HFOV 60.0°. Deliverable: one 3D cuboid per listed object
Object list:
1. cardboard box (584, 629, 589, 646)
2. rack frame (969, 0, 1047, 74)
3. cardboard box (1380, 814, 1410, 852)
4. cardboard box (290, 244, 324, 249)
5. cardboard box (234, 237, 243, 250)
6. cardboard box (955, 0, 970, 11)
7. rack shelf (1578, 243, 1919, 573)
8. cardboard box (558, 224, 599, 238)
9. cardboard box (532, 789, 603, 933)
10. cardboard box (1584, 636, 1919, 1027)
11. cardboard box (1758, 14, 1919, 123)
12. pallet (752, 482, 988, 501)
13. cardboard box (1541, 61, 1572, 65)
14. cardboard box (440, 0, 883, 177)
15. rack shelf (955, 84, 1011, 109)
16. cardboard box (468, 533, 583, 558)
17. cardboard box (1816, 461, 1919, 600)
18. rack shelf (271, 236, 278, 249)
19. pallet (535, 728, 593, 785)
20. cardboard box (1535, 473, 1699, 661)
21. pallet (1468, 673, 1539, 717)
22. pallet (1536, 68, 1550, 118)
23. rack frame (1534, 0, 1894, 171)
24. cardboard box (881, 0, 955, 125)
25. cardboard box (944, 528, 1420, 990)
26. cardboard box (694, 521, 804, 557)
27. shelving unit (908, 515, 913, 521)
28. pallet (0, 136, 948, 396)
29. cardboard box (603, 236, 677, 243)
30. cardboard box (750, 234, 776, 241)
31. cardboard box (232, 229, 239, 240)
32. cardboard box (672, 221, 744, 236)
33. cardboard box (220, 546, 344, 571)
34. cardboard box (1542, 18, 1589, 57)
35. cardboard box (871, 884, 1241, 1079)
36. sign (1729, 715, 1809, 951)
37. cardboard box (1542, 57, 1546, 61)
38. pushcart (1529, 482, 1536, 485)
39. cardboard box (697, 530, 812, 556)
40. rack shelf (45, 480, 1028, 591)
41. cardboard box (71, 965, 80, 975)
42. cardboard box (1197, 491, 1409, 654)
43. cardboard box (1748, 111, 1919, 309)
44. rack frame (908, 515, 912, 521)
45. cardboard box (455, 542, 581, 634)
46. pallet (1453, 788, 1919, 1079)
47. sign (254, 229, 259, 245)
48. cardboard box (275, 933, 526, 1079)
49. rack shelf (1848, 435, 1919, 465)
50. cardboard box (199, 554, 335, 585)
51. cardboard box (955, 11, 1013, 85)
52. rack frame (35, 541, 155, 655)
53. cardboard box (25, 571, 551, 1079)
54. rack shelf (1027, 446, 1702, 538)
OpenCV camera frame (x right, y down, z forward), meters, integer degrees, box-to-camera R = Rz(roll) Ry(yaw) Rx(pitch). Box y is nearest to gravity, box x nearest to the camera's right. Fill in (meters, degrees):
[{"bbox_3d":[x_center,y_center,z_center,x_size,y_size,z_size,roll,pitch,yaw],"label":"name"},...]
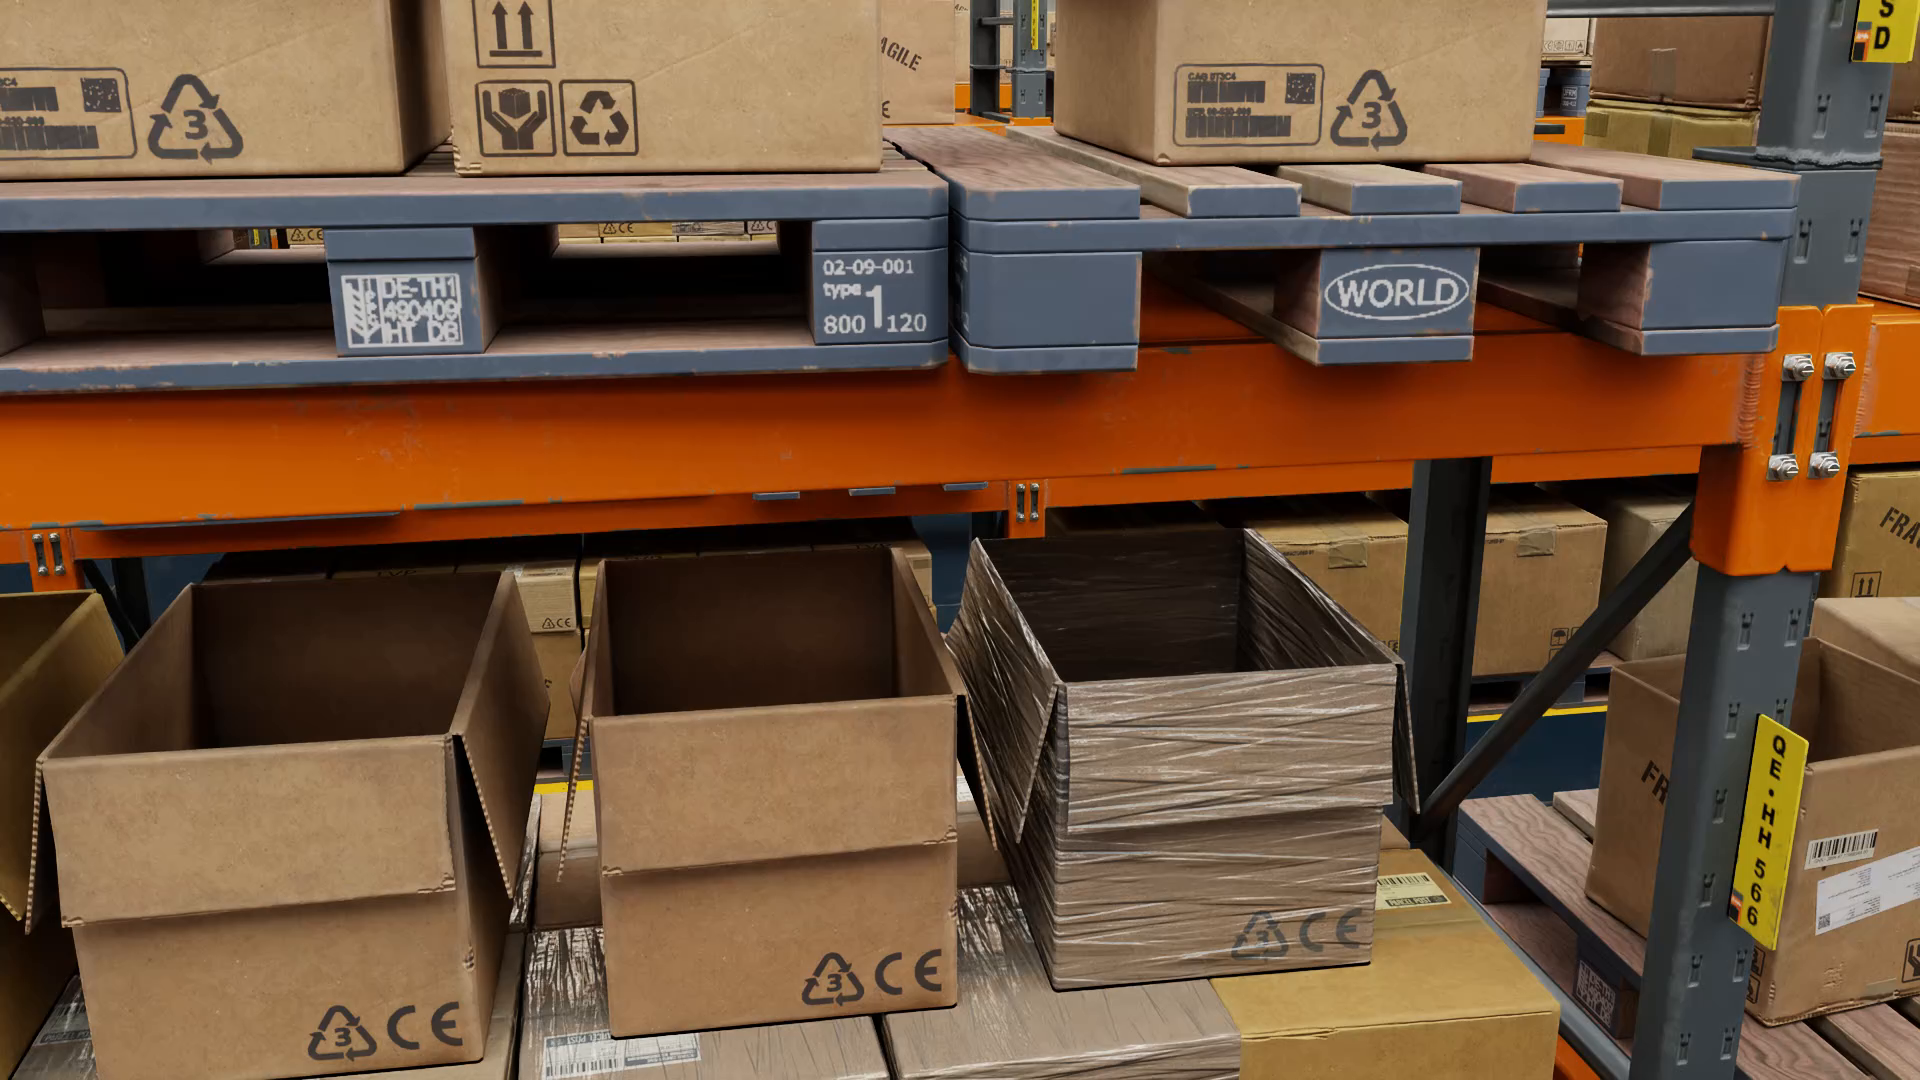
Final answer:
[{"bbox_3d":[-1.422,0.544,7.474,0.500,0.500,0.500,-4,18,-13],"label":"cardboard box"},{"bbox_3d":[0.201,-3.492,6.854,0.127,3.000,1.000,-3,17,-10],"label":"rack frame"},{"bbox_3d":[0.514,0.712,3.214,0.500,0.500,0.500,-3,17,-9],"label":"cardboard box"},{"bbox_3d":[-4.279,-1.933,11.401,0.500,0.250,0.500,-4,17,-12],"label":"cardboard box"},{"bbox_3d":[-5.172,-1.771,11.299,0.500,0.500,0.500,-3,17,-10],"label":"cardboard box"},{"bbox_3d":[-0.026,-5.233,16.576,0.500,0.500,0.500,-3,17,-9],"label":"cardboard box"},{"bbox_3d":[3.006,-0.390,3.089,4.000,0.370,1.077,-3,17,-10],"label":"rack shelf"},{"bbox_3d":[-2.785,-2.384,11.592,0.500,0.500,0.500,-4,17,-11],"label":"cardboard box"},{"bbox_3d":[-0.495,0.771,3.022,0.500,0.500,0.500,-4,17,-11],"label":"cardboard box"},{"bbox_3d":[1.565,0.521,3.121,0.500,0.500,0.500,-5,18,-17],"label":"cardboard box"},{"bbox_3d":[1.553,-0.861,2.377,0.500,0.500,0.500,-3,17,-10],"label":"cardboard box"},{"bbox_3d":[-0.479,-0.462,7.534,1.003,0.211,1.213,-3,17,-10],"label":"pallet"},{"bbox_3d":[4.450,-3.587,12.701,0.250,0.149,0.380,-4,17,-12],"label":"cardboard box"},{"bbox_3d":[-0.373,-0.743,2.127,0.500,0.500,0.500,-2,17,-7],"label":"cardboard box"},{"bbox_3d":[1.126,-3.247,12.391,4.000,0.370,1.077,-3,17,-10],"label":"rack shelf"},{"bbox_3d":[-2.020,0.062,7.767,0.500,0.250,0.500,-4,18,-13],"label":"cardboard box"},{"bbox_3d":[4.759,-0.047,8.759,0.875,0.875,0.875,-3,17,-10],"label":"cardboard box"},{"bbox_3d":[-7.674,-2.798,16.038,4.000,0.370,1.077,-3,17,-10],"label":"rack shelf"},{"bbox_3d":[-1.762,0.819,7.786,1.213,0.211,1.003,-3,17,-10],"label":"pallet"},{"bbox_3d":[3.536,0.088,8.532,0.750,0.750,1.050,-3,17,-11],"label":"cardboard box"},{"bbox_3d":[2.185,0.620,8.435,1.213,0.211,1.003,-3,17,-10],"label":"pallet"},{"bbox_3d":[1.920,-2.082,7.694,1.213,0.211,1.003,-2,17,-8],"label":"pallet"},{"bbox_3d":[1.043,-2.056,2.181,0.127,3.000,1.000,-3,17,-10],"label":"rack frame"},{"bbox_3d":[-0.312,-2.001,6.938,0.500,0.500,0.500,-3,17,-10],"label":"cardboard box"},{"bbox_3d":[0.322,0.320,2.782,0.637,0.503,0.797,-3,17,-9],"label":"cardboard box"},{"bbox_3d":[-1.020,0.008,7.940,0.500,0.250,0.500,-3,17,-11],"label":"cardboard box"},{"bbox_3d":[0.007,-0.717,10.593,0.755,1.500,0.431,-3,17,-10],"label":"shelving unit"},{"bbox_3d":[-0.677,-0.418,2.277,1.213,0.211,1.003,-2,17,-8],"label":"pallet"},{"bbox_3d":[-2.266,-2.049,11.776,0.500,0.250,0.500,-4,17,-12],"label":"cardboard box"},{"bbox_3d":[-1.265,-2.113,11.985,0.500,0.250,0.500,-3,17,-11],"label":"cardboard box"},{"bbox_3d":[-5.176,-2.243,11.131,0.500,0.500,0.500,-3,17,-11],"label":"cardboard box"},{"bbox_3d":[-1.798,-2.436,11.761,0.500,0.500,0.500,-3,17,-9],"label":"cardboard box"},{"bbox_3d":[-3.043,0.120,7.577,0.500,0.250,0.500,-4,17,-12],"label":"cardboard box"},{"bbox_3d":[2.449,-2.326,7.432,0.500,0.311,0.500,-4,17,-12],"label":"cardboard box"},{"bbox_3d":[0.114,0.889,2.640,0.500,0.500,0.500,-3,17,-11],"label":"cardboard box"},{"bbox_3d":[1.151,0.418,2.371,0.005,0.325,0.100,-3,17,-10],"label":"sign"},{"bbox_3d":[4.079,-3.750,12.551,0.500,0.250,0.500,-3,17,-11],"label":"cardboard box"},{"bbox_3d":[3.572,-0.360,11.342,0.936,0.377,1.648,-10,20,-29],"label":"pushcart"},{"bbox_3d":[-0.915,0.157,7.458,0.500,0.250,0.500,-3,17,-10],"label":"cardboard box"},{"bbox_3d":[-1.763,-0.169,7.478,4.000,0.370,1.077,-3,17,-10],"label":"rack shelf"},{"bbox_3d":[-1.479,0.825,2.847,0.500,0.500,0.500,-3,17,-11],"label":"cardboard box"},{"bbox_3d":[1.674,0.193,8.191,0.750,0.750,1.050,-3,17,-10],"label":"cardboard box"},{"bbox_3d":[1.552,-0.504,2.489,0.500,0.250,0.500,-3,17,-9],"label":"cardboard box"},{"bbox_3d":[-0.353,-0.697,10.526,0.023,1.500,0.400,-3,17,-10],"label":"rack frame"},{"bbox_3d":[-1.927,0.212,7.278,0.500,0.250,0.500,-3,17,-8],"label":"cardboard box"},{"bbox_3d":[1.722,0.833,3.319,1.003,0.211,1.213,-3,17,-10],"label":"pallet"},{"bbox_3d":[-4.658,-2.114,10.978,0.005,0.325,0.100,-3,17,-10],"label":"sign"},{"bbox_3d":[-0.895,0.946,2.451,0.500,0.500,0.500,-3,17,-9],"label":"cardboard box"},{"bbox_3d":[6.092,-0.614,8.929,4.000,0.370,1.077,-3,17,-10],"label":"rack shelf"},{"bbox_3d":[-2.951,0.269,7.091,0.500,0.250,0.500,-4,18,-13],"label":"cardboard box"},{"bbox_3d":[0.095,-3.577,12.070,0.500,0.500,0.700,-3,17,-10],"label":"cardboard box"},{"bbox_3d":[-3.727,-0.401,7.010,0.127,3.000,1.000,-3,17,-10],"label":"rack frame"},{"bbox_3d":[-0.976,0.395,2.539,0.637,0.503,0.797,-3,17,-9],"label":"cardboard box"},{"bbox_3d":[2.165,-0.392,8.203,4.000,0.370,1.077,-3,17,-10],"label":"rack shelf"}]
